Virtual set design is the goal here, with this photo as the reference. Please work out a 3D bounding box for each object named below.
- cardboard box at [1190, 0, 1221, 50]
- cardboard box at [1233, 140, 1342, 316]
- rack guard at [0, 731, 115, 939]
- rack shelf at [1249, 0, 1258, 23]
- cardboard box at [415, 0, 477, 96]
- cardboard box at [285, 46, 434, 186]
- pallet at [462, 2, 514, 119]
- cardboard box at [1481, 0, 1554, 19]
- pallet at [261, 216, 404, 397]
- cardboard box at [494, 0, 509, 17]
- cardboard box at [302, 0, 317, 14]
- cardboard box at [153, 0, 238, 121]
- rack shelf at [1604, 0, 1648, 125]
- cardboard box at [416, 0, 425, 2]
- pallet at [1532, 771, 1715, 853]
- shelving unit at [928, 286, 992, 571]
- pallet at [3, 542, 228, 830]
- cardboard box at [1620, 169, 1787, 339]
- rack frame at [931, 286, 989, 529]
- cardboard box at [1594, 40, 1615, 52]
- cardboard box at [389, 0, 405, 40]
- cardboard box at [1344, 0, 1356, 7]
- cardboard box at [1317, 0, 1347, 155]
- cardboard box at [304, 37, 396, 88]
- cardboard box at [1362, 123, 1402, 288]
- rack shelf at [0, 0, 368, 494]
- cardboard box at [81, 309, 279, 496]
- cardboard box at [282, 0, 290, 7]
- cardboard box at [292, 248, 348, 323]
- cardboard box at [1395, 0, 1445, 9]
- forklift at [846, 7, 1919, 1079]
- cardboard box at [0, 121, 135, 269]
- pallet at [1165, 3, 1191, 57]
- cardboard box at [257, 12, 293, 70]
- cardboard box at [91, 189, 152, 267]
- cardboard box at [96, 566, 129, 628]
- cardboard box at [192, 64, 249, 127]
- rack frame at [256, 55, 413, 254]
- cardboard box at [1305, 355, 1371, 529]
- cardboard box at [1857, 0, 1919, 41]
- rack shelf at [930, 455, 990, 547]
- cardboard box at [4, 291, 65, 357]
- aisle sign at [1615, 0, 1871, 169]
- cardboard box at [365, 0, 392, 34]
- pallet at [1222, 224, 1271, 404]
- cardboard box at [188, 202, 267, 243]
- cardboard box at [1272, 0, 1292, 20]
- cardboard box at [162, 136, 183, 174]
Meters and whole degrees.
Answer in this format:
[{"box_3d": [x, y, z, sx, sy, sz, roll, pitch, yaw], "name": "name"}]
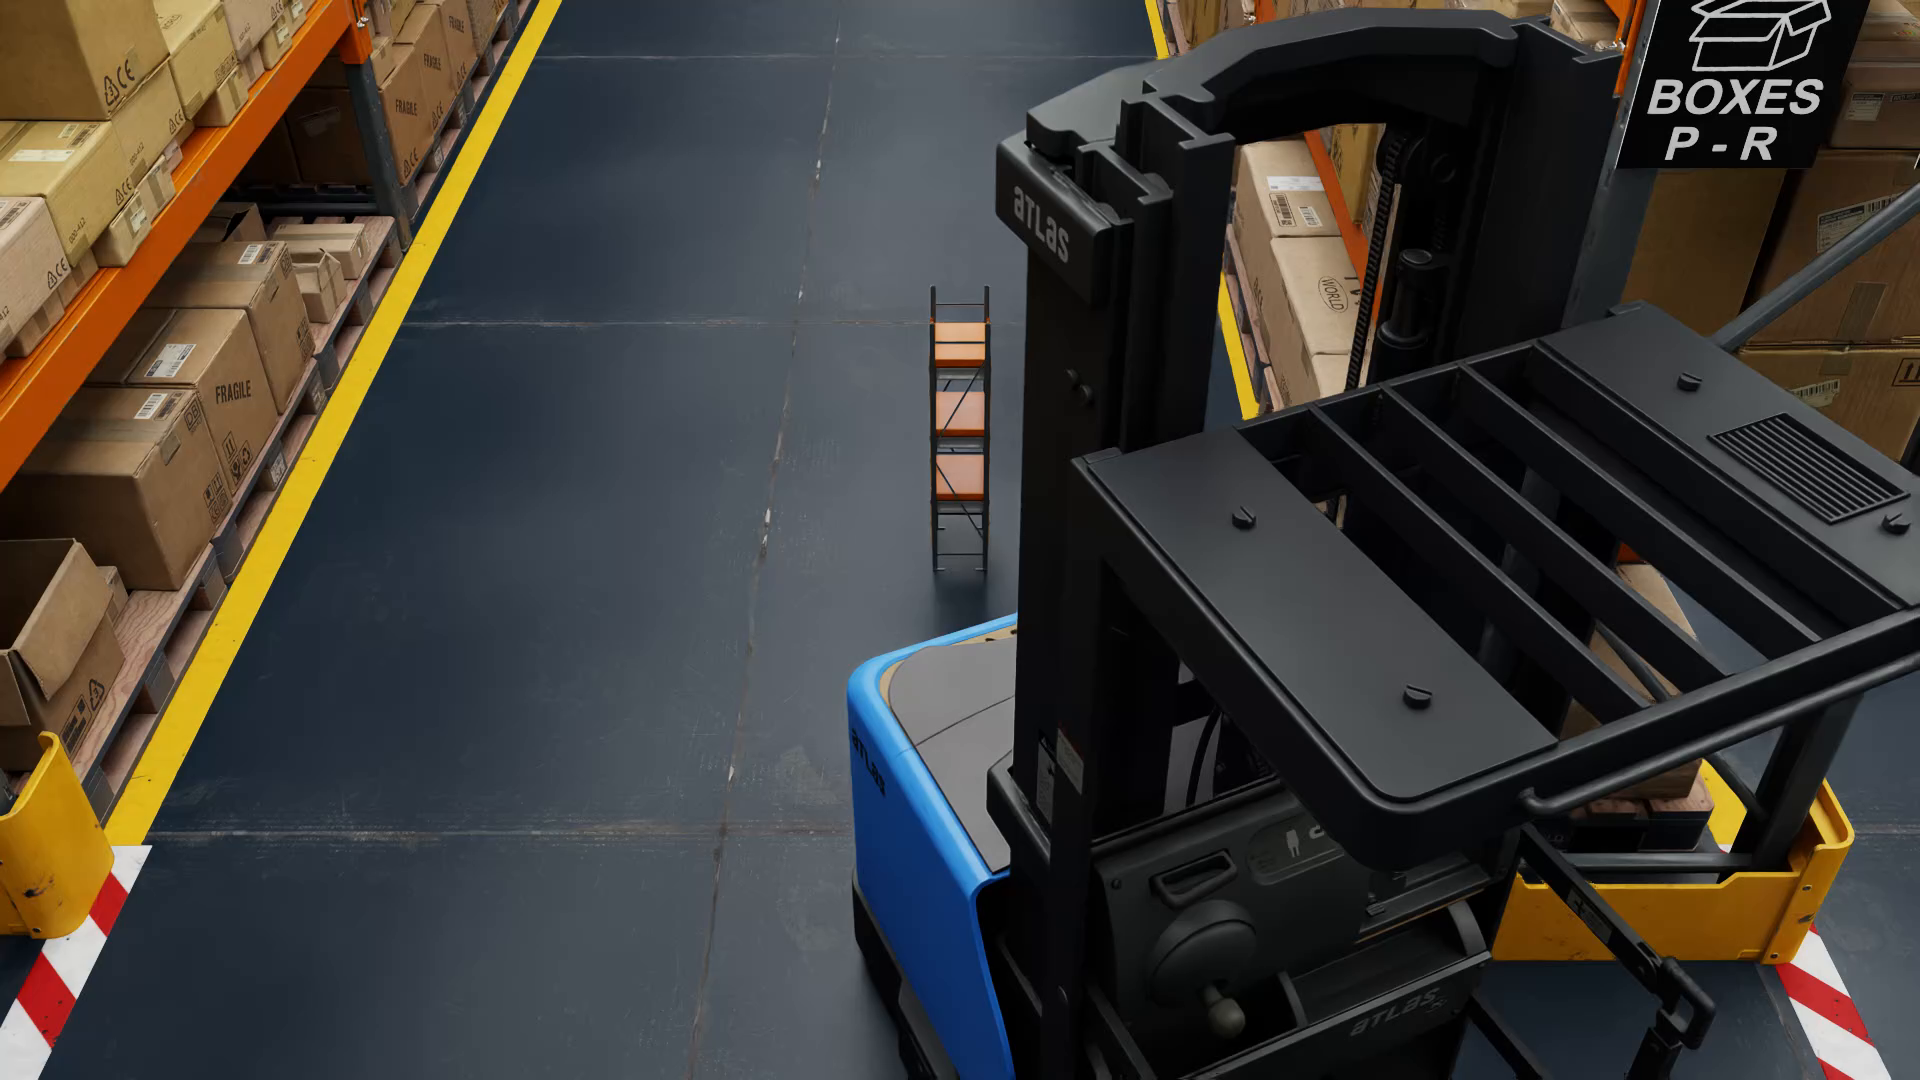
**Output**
[{"box_3d": [1.725, -2.871, 8.798, 0.875, 0.875, 0.875, 1, 39, 1], "name": "cardboard box"}, {"box_3d": [1.708, -1.355, 7.256, 0.875, 0.438, 0.875, -1, 39, -1], "name": "cardboard box"}, {"box_3d": [-3.145, 0.851, 4.788, 1.175, 0.500, 0.348, 0, 39, 0], "name": "rack guard"}, {"box_3d": [1.812, -3.554, 8.862, 1.077, 0.370, 4.000, 0, 39, 0], "name": "rack shelf"}, {"box_3d": [-2.931, -2.714, 8.902, 0.500, 0.500, 0.500, -1, 39, -1], "name": "cardboard box"}, {"box_3d": [-2.925, -2.069, 8.097, 0.500, 0.500, 0.500, 2, 39, 2], "name": "cardboard box"}, {"box_3d": [-3.192, -2.763, 9.530, 1.003, 0.211, 1.213, 0, 39, 0], "name": "pallet"}, {"box_3d": [1.510, -1.309, 4.087, 0.380, 0.149, 0.250, 0, 39, 0], "name": "cardboard box"}, {"box_3d": [-3.149, -1.060, 7.405, 1.003, 0.211, 1.213, 0, 39, 0], "name": "pallet"}, {"box_3d": [-2.945, -3.364, 9.712, 0.500, 0.500, 0.500, 2, 39, 2], "name": "cardboard box"}, {"box_3d": [-2.896, -2.281, 6.898, 0.380, 0.149, 0.250, 0, 39, 1], "name": "cardboard box"}, {"box_3d": [-2.902, -1.692, 5.845, 0.500, 0.250, 0.500, 0, 39, 0], "name": "cardboard box"}, {"box_3d": [1.817, -2.223, 4.802, 1.077, 0.370, 4.000, 0, 39, 0], "name": "rack shelf"}, {"box_3d": [-2.950, -2.906, 8.621, 0.380, 0.149, 0.250, 0, 39, 0], "name": "cardboard box"}, {"box_3d": [1.740, 0.506, 5.450, 1.003, 0.211, 1.213, 0, 39, 0], "name": "pallet"}, {"box_3d": [0.000, -0.376, 5.880, 0.215, 1.050, 0.252, 0, 39, 0], "name": "shelving unit"}, {"box_3d": [-3.146, 0.465, 5.501, 1.003, 0.211, 1.213, 0, 39, 0], "name": "pallet"}, {"box_3d": [1.581, -0.813, 3.987, 0.500, 0.500, 0.500, 1, 39, 1], "name": "cardboard box"}, {"box_3d": [0.000, -0.453, 5.975, 0.200, 1.050, 0.008, 0, 39, 0], "name": "rack frame"}, {"box_3d": [1.619, -0.989, 3.688, 0.380, 0.149, 0.250, 0, 39, 1], "name": "cardboard box"}, {"box_3d": [-2.973, -2.578, 8.213, 0.380, 0.149, 0.250, -2, 39, -2], "name": "cardboard box"}, {"box_3d": [1.557, -2.079, 5.566, 0.500, 0.500, 0.500, 1, 39, 1], "name": "cardboard box"}, {"box_3d": [1.544, -1.704, 5.897, 0.500, 0.500, 0.500, 0, 39, 0], "name": "cardboard box"}, {"box_3d": [-2.883, -2.244, 7.796, 0.380, 0.149, 0.250, 2, 39, 2], "name": "cardboard box"}, {"box_3d": [1.558, -1.059, 5.092, 0.500, 0.500, 0.500, 1, 39, 1], "name": "cardboard box"}, {"box_3d": [-3.147, -1.047, 5.733, 1.077, 0.370, 4.000, 0, 39, 0], "name": "rack shelf"}, {"box_3d": [-2.913, -0.513, 6.155, 0.500, 0.500, 0.500, 1, 39, 1], "name": "cardboard box"}, {"box_3d": [-2.905, -2.317, 6.625, 0.500, 0.250, 0.500, 1, 39, 1], "name": "cardboard box"}, {"box_3d": [-2.854, -1.104, 7.079, 0.396, 0.266, 0.258, 1, 39, 2], "name": "cardboard box"}, {"box_3d": [1.553, -1.449, 4.780, 0.500, 0.500, 0.500, 0, 39, 0], "name": "cardboard box"}, {"box_3d": [0.780, 0.714, 3.016, 1.130, 2.935, 3.031, -16, 41, -19], "name": "forklift"}, {"box_3d": [-2.880, -1.051, 5.044, 0.500, 0.250, 0.500, -1, 39, -1], "name": "cardboard box"}, {"box_3d": [1.734, -2.743, 9.504, 1.003, 0.211, 1.213, 0, 39, 0], "name": "pallet"}, {"box_3d": [-2.850, -1.956, 6.493, 0.380, 0.149, 0.250, 1, 39, 1], "name": "cardboard box"}, {"box_3d": [-2.822, -0.990, 5.288, 0.380, 0.149, 0.250, -1, 39, -1], "name": "cardboard box"}, {"box_3d": [-3.012, 0.224, 5.516, 0.380, 0.149, 0.250, -1, 39, -2], "name": "cardboard box"}, {"box_3d": [-2.848, -1.632, 6.089, 0.380, 0.149, 0.250, -1, 39, -1], "name": "cardboard box"}, {"box_3d": [-3.149, -2.578, 7.069, 1.000, 3.000, 0.127, 0, 39, 0], "name": "rack frame"}, {"box_3d": [1.709, -0.232, 5.854, 0.875, 0.438, 0.875, 1, 39, 1], "name": "cardboard box"}, {"box_3d": [2.024, -1.151, 3.889, 0.380, 0.149, 0.250, 1, 39, 1], "name": "cardboard box"}, {"box_3d": [0.000, -0.151, 6.060, 0.215, 0.259, 0.240, 0, 39, 0], "name": "rack shelf"}, {"box_3d": [-2.891, -0.666, 4.883, 0.380, 0.149, 0.250, 1, 39, 1], "name": "cardboard box"}, {"box_3d": [1.509, -1.052, 3.085, 0.394, 0.787, 0.004, 0, 39, 0], "name": "aisle sign"}, {"box_3d": [-2.932, -2.523, 7.906, 0.380, 0.149, 0.250, -2, 39, -2], "name": "cardboard box"}, {"box_3d": [1.737, -1.020, 7.354, 1.003, 0.211, 1.213, 0, 39, 0], "name": "pallet"}, {"box_3d": [-3.385, -1.280, 7.262, 0.500, 0.311, 0.500, 1, 39, 2], "name": "cardboard box"}, {"box_3d": [1.553, -2.329, 6.678, 0.500, 0.500, 0.500, 1, 39, 1], "name": "cardboard box"}, {"box_3d": [-2.912, -1.316, 5.694, 0.380, 0.149, 0.250, 0, 39, 0], "name": "cardboard box"}]
